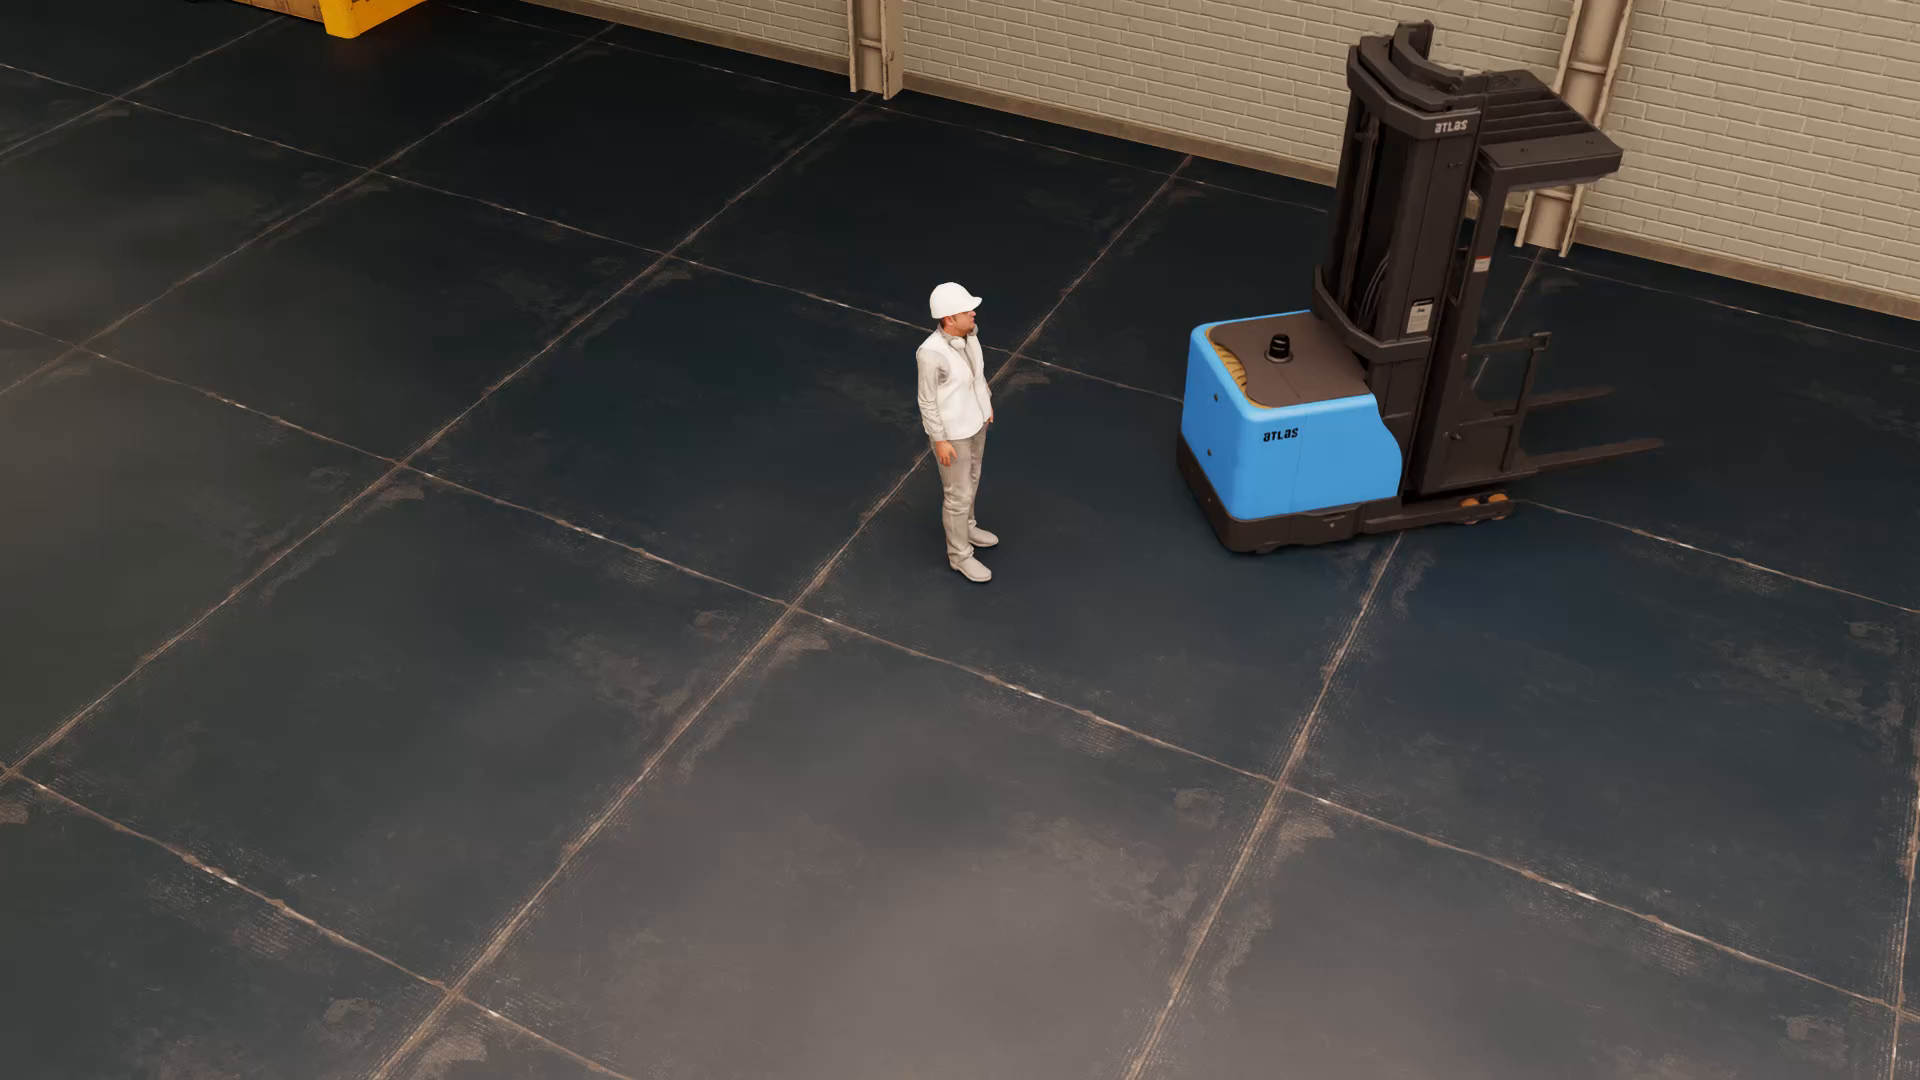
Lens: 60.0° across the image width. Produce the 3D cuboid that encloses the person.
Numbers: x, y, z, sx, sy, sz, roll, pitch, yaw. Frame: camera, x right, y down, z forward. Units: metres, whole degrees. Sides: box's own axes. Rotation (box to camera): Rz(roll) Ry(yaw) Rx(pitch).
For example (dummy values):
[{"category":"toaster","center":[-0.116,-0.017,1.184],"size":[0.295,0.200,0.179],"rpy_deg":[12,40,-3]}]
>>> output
[{"category":"person","center":[0.052,-0.659,9.660],"size":[0.566,1.770,0.633],"rpy_deg":[18,43,21]}]

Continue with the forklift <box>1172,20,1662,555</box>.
[{"category":"forklift","center":[2.945,-1.536,9.810],"size":[3.031,2.935,1.130],"rpy_deg":[-9,41,-11]}]
